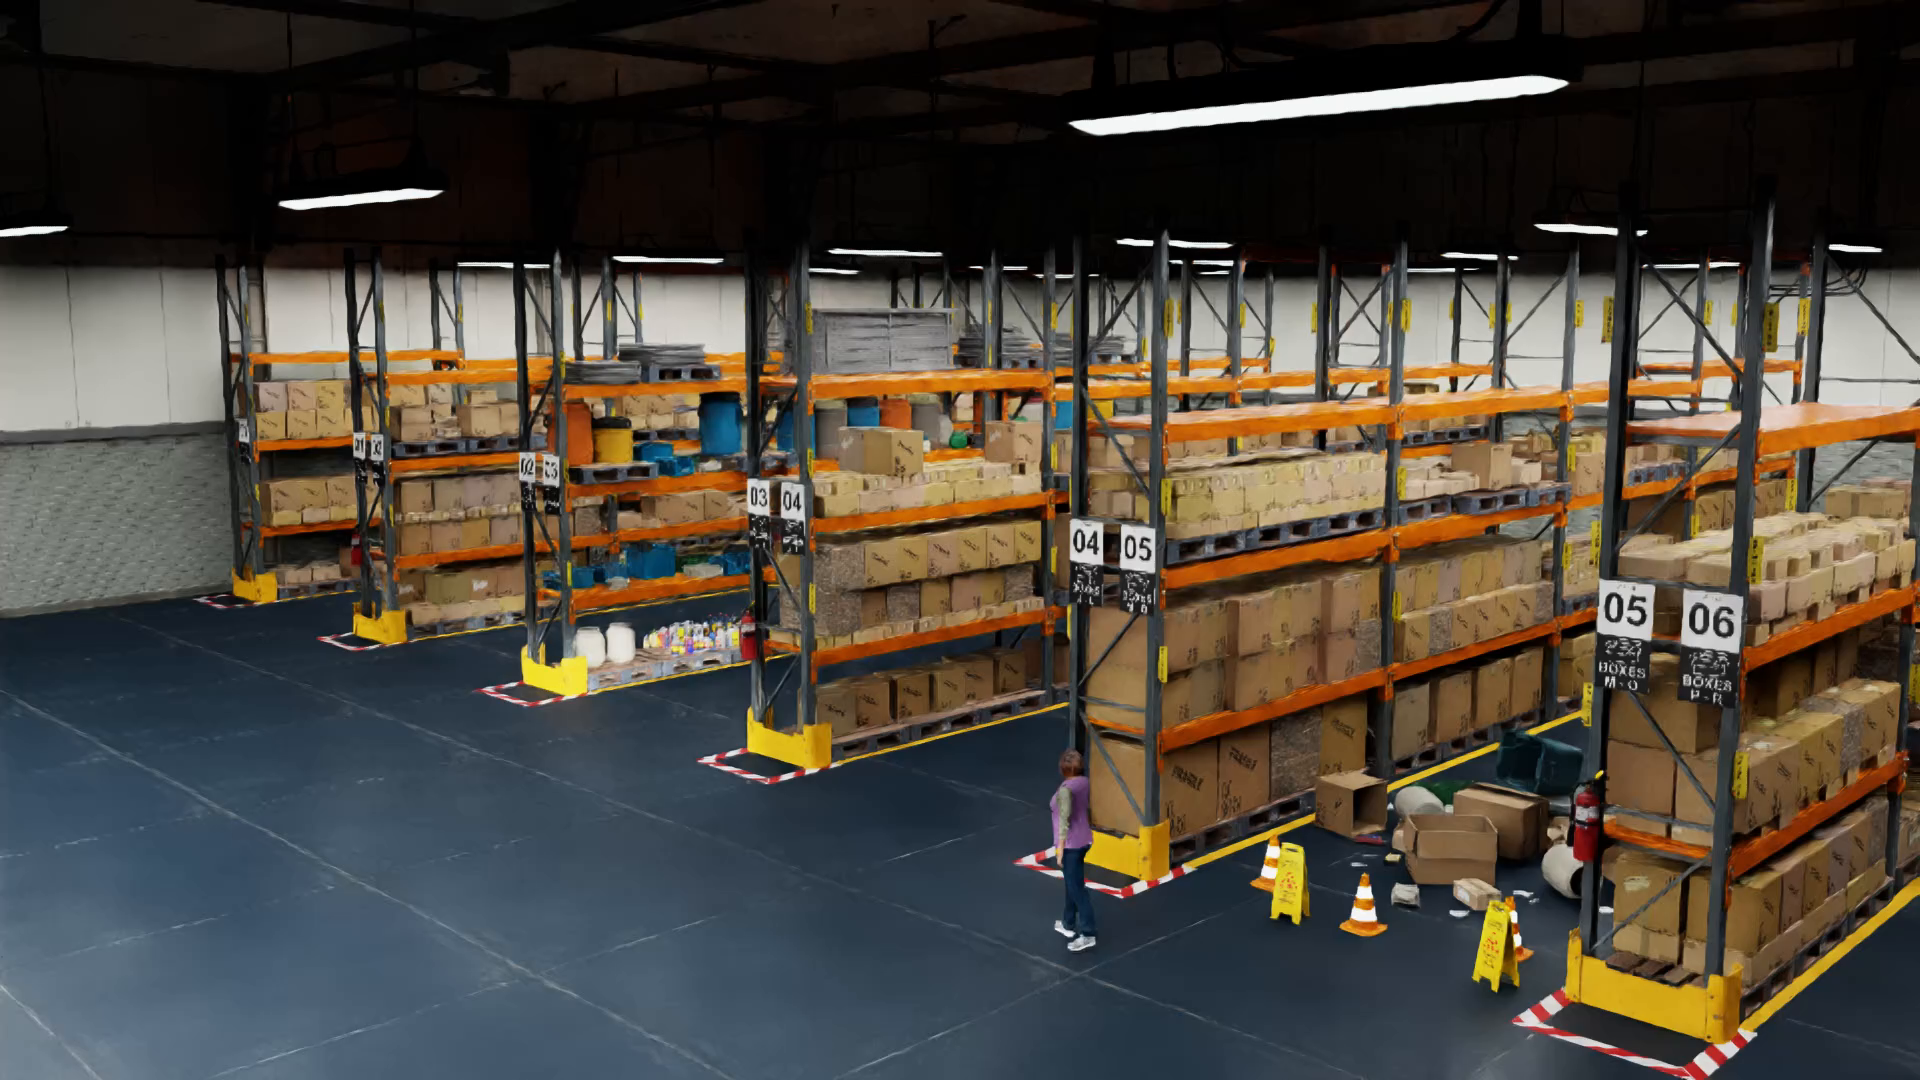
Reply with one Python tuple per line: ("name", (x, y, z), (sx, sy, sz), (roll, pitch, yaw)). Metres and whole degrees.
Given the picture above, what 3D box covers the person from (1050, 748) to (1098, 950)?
("person", (0.917, 2.486, 13.486), (0.501, 1.595, 0.539), (4, 9, 28))
